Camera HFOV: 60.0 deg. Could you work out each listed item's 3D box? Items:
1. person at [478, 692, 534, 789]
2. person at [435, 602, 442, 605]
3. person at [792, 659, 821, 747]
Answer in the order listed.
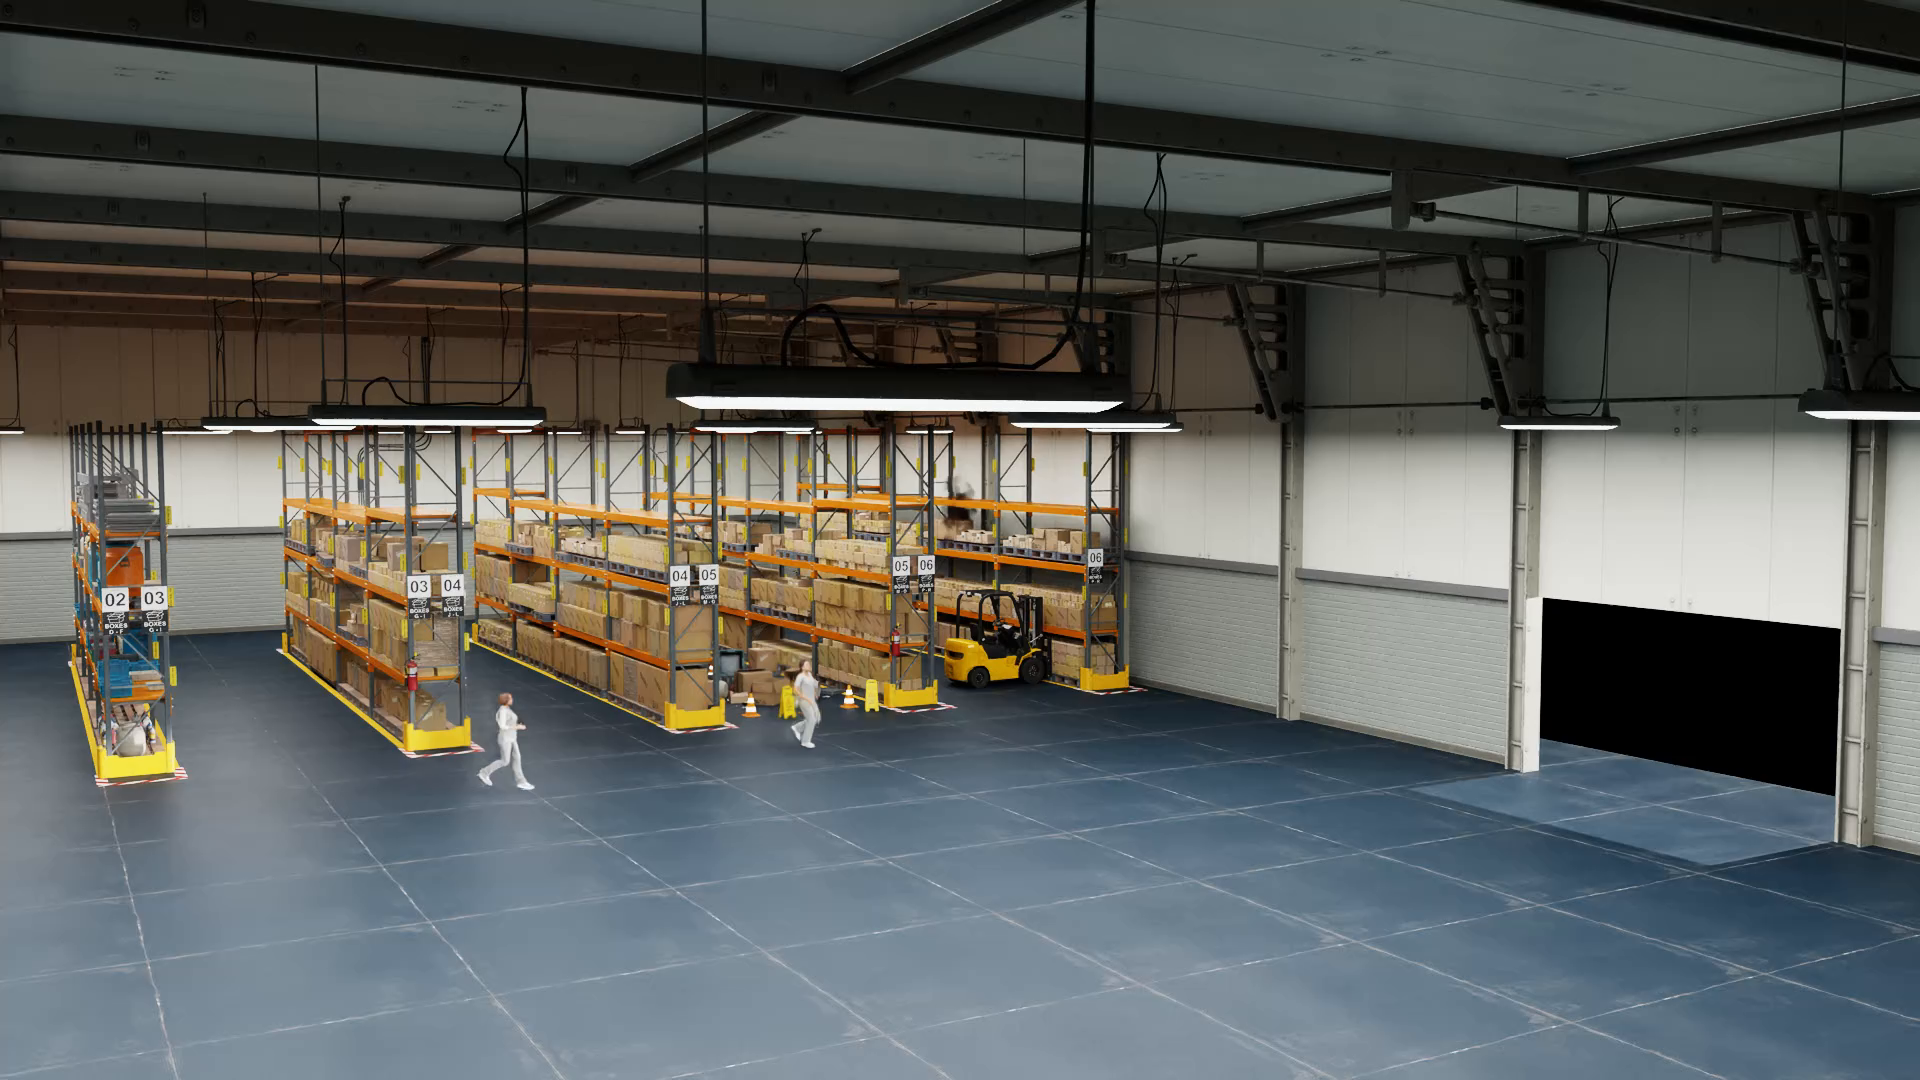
[{"bbox_3d":[-7.334,3.249,26.849,0.877,1.592,0.538,0,4,-4],"label":"person"},{"bbox_3d":[-14.463,2.096,45.423,0.710,1.638,0.746,0,4,0],"label":"person"},{"bbox_3d":[-2.870,3.010,30.787,0.547,1.633,0.567,2,4,25],"label":"person"}]
